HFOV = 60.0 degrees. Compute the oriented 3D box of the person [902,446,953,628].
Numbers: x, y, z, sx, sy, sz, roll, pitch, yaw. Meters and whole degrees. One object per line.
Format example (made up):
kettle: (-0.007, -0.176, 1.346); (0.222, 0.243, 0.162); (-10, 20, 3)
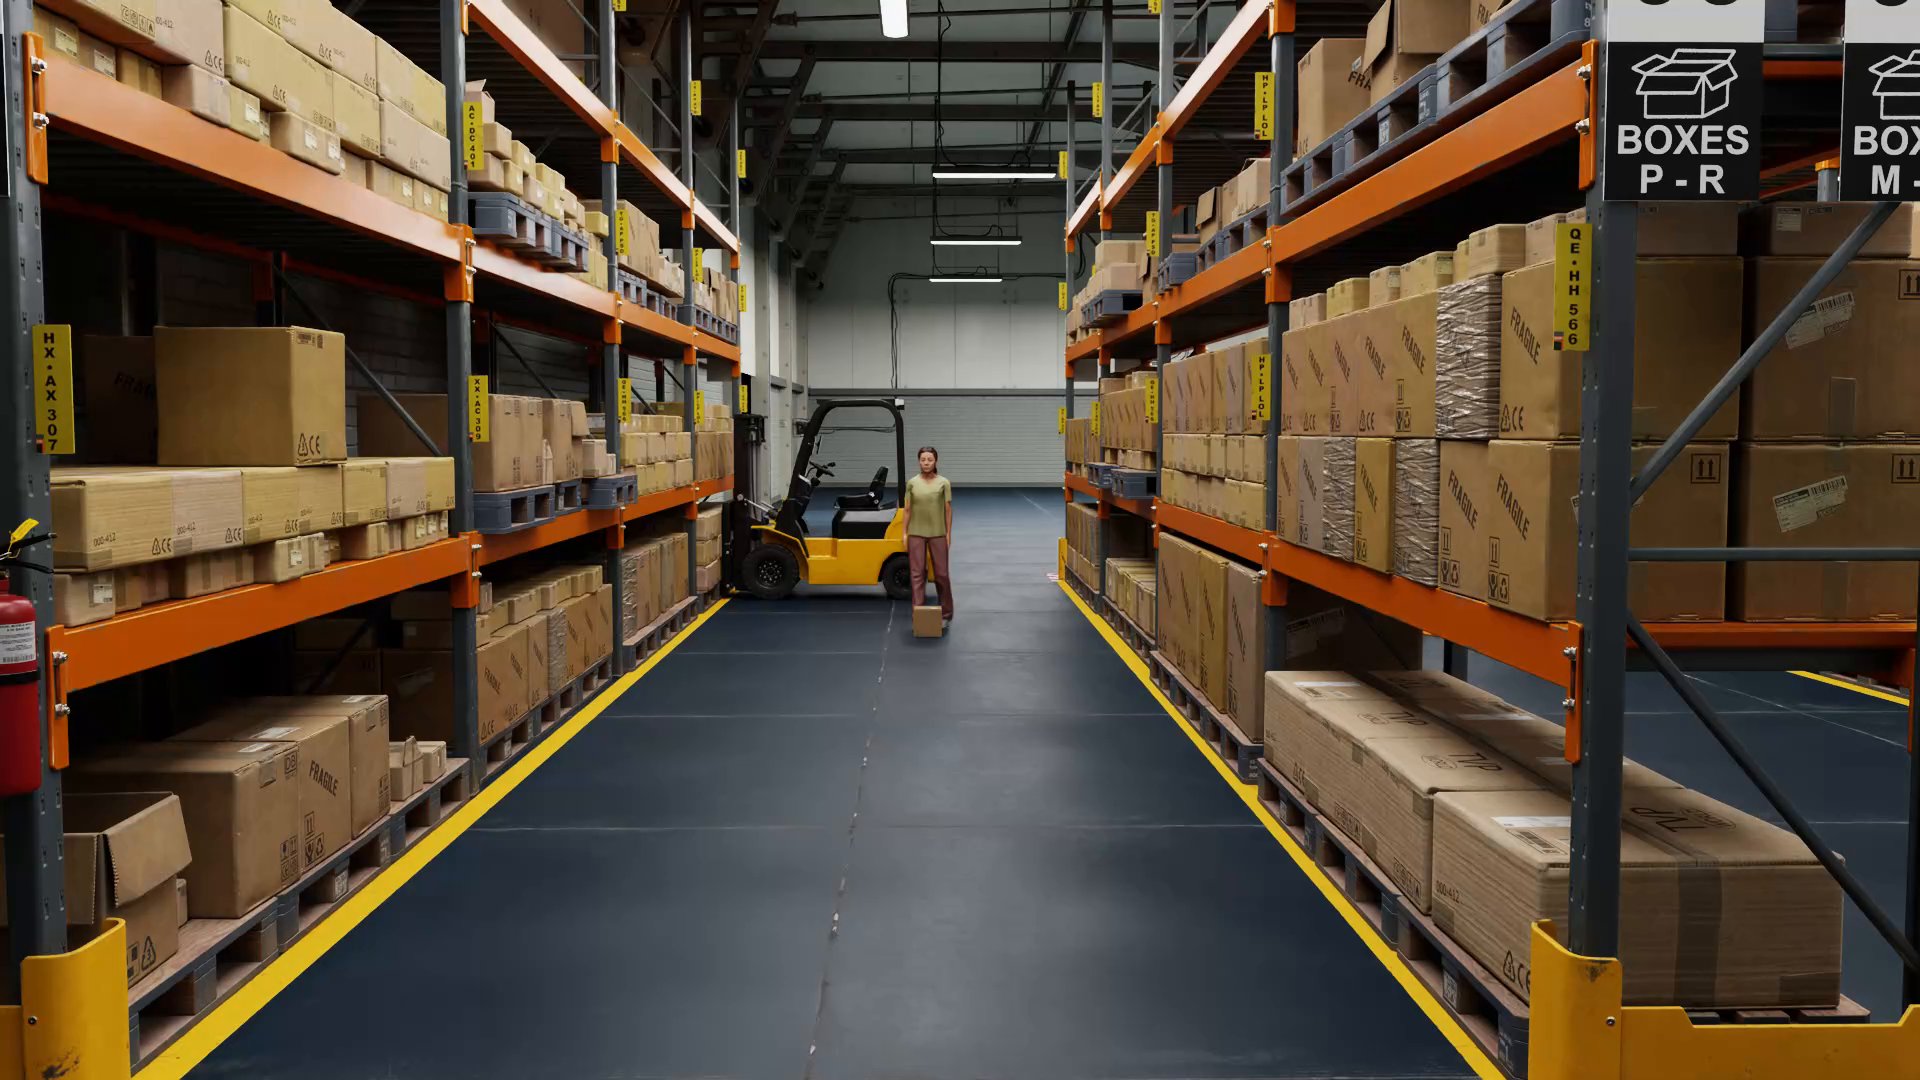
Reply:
person: (-0.305, -0.019, 15.194); (0.462, 1.672, 0.571); (0, 4, 5)
